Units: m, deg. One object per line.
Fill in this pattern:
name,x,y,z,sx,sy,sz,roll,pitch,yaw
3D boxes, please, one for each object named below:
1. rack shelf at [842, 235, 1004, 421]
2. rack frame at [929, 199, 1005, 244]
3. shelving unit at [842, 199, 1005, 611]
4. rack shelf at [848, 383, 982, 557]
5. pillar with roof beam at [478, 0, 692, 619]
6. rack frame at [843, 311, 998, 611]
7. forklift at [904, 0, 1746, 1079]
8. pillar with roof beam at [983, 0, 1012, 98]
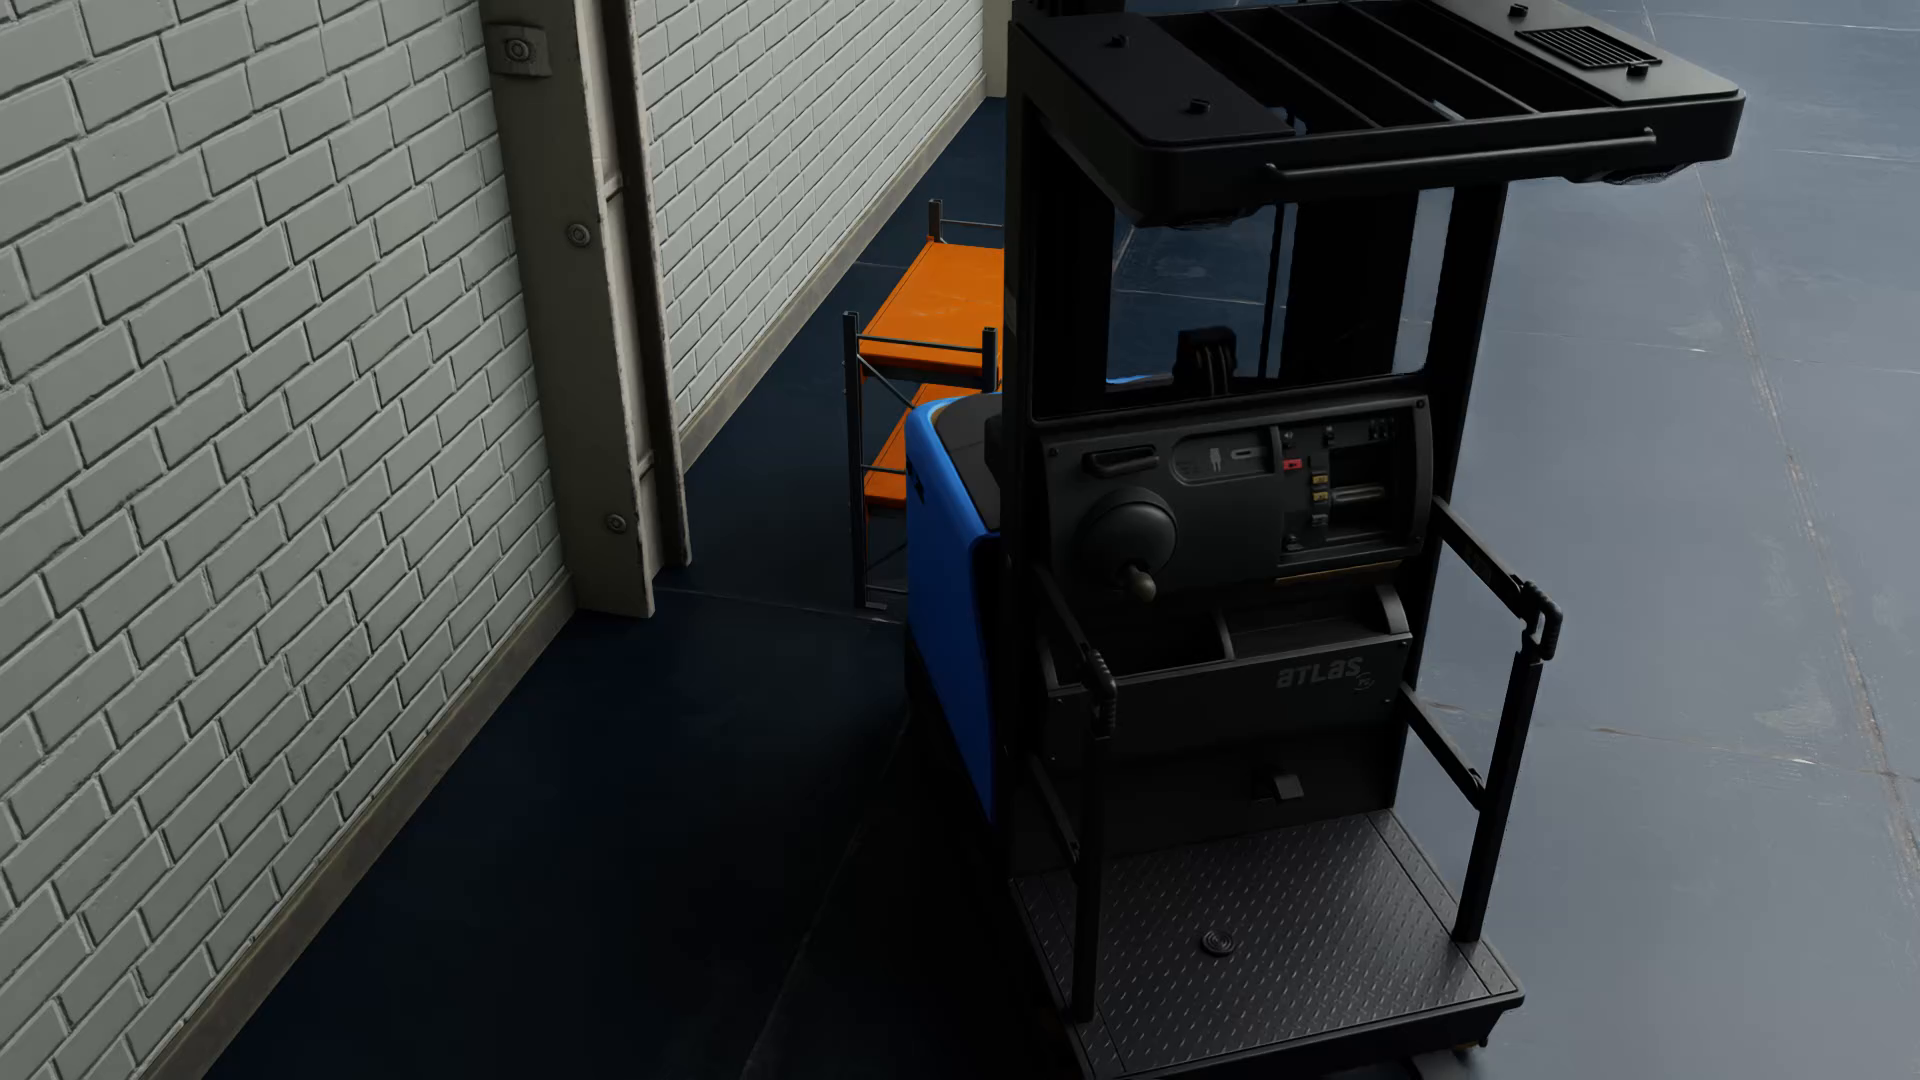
rack shelf,0.002,-0.725,5.797,0.538,0.278,1.000,8,33,12
rack frame,0.131,-0.742,6.369,0.500,1.125,0.032,8,33,12
shelving unit,0.002,-0.478,5.954,0.538,1.125,1.048,8,33,12
rack shelf,0.002,-0.272,6.085,0.538,0.278,1.000,8,33,12
pillar with roof beam,2.978,-3.060,2.675,9.100,9.000,0.400,8,33,12
rack frame,-0.127,-0.214,5.539,0.500,1.125,0.032,8,33,12
forklift,0.692,-0.040,3.581,1.130,2.935,3.031,-8,33,-12
pillar with roof beam,4.501,-6.173,7.573,9.100,9.000,0.400,8,33,12
